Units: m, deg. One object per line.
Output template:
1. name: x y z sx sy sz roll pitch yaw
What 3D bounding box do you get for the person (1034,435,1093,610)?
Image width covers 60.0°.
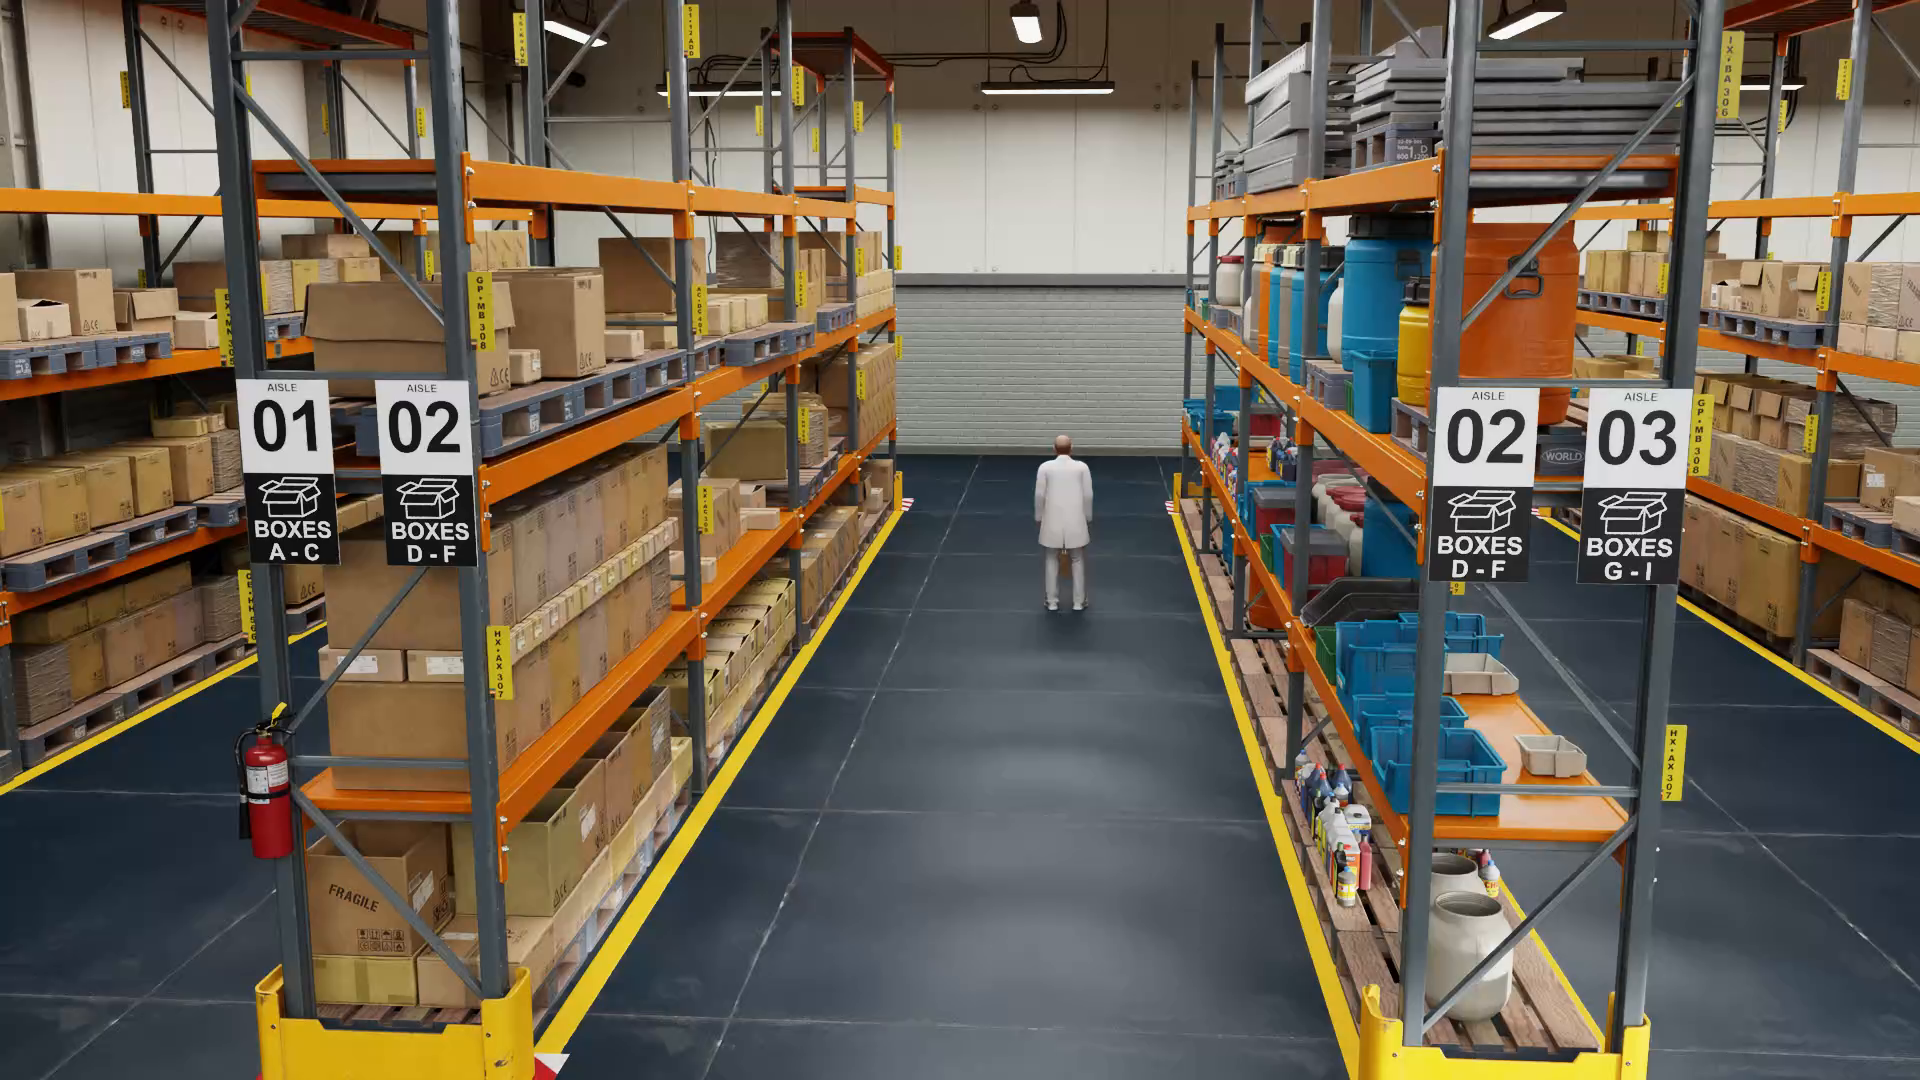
1. person: 1.051 -0.178 16.912 0.596 1.776 0.424 0 11 2
